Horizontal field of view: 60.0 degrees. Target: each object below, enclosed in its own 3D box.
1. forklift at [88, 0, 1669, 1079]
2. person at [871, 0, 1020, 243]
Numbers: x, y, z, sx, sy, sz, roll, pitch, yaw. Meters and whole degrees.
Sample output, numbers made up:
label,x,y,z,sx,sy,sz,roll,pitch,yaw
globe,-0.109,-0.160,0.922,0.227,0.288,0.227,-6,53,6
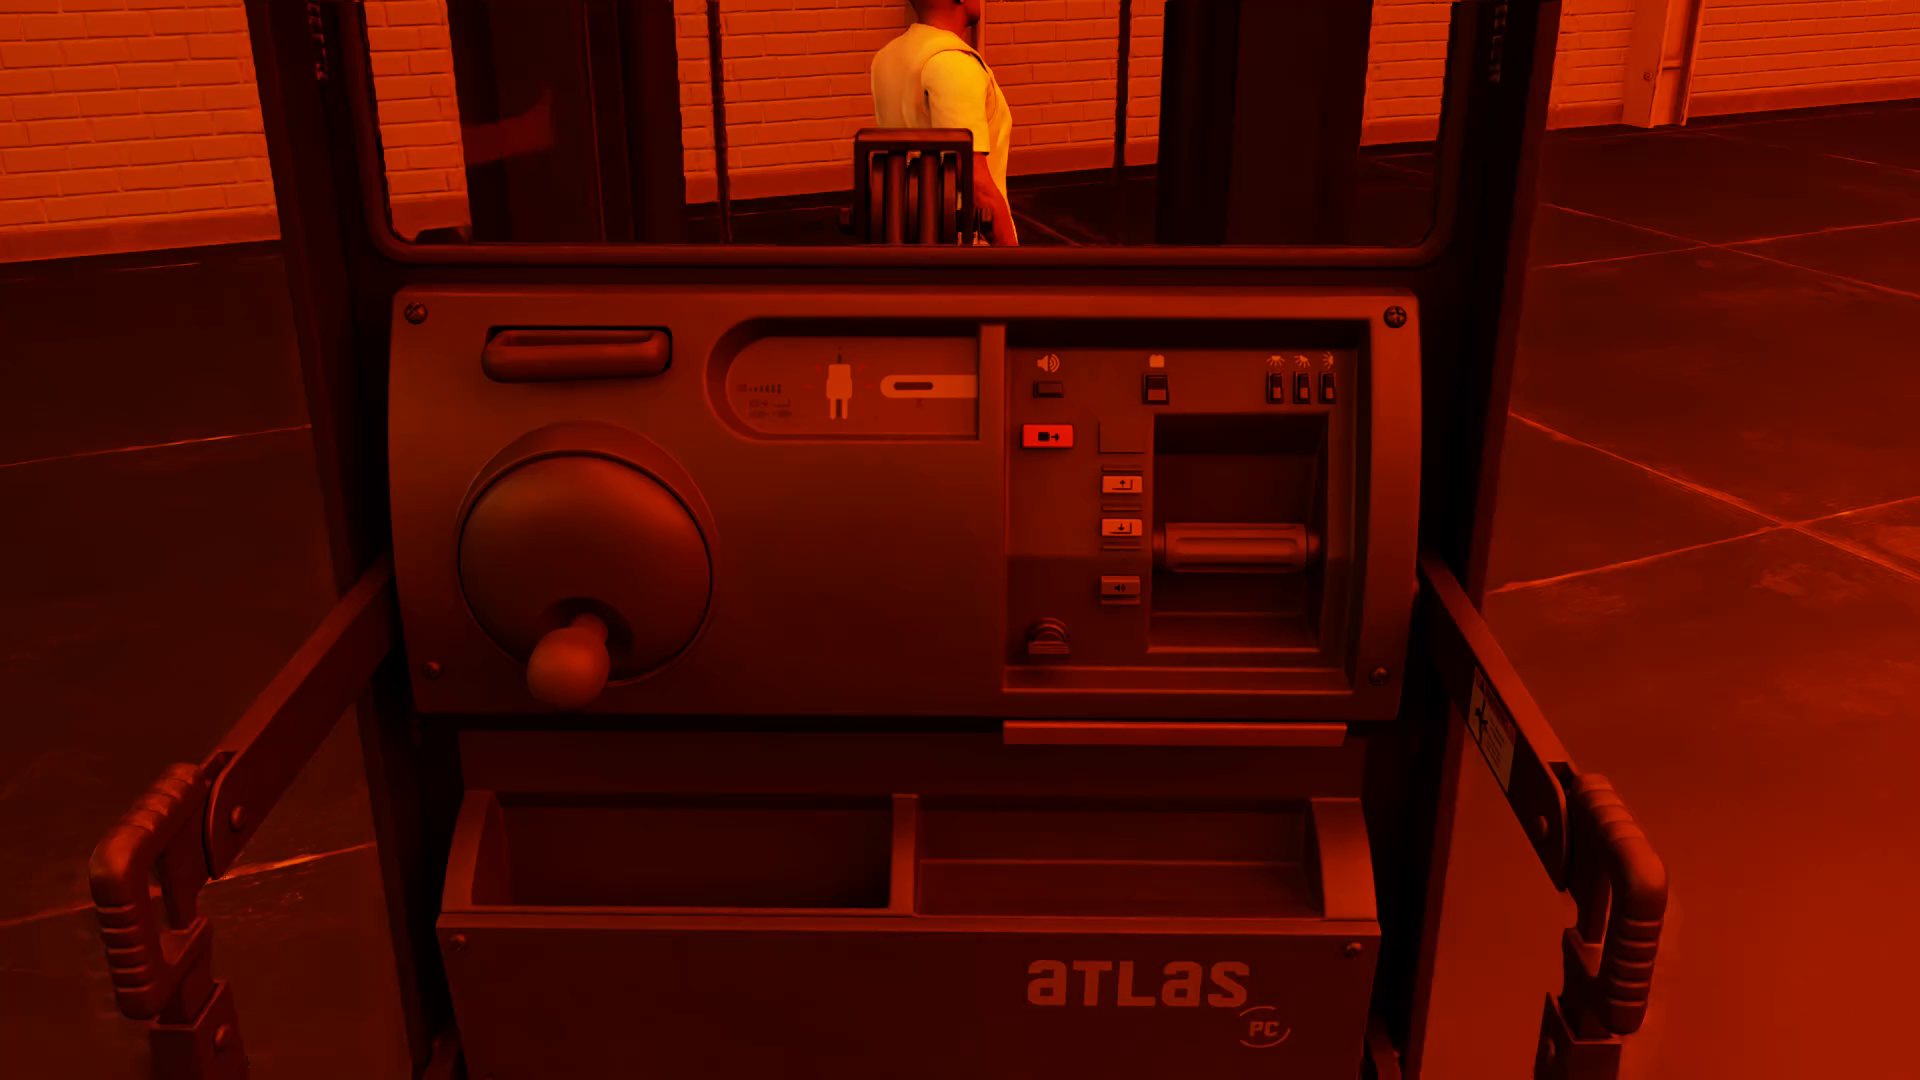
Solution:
label,x,y,z,sx,sy,sz,roll,pitch,yaw
forklift,-0.052,-0.014,1.320,1.130,2.935,3.031,0,23,1
person,0.066,-0.832,4.789,0.575,1.768,0.666,-10,25,-23
